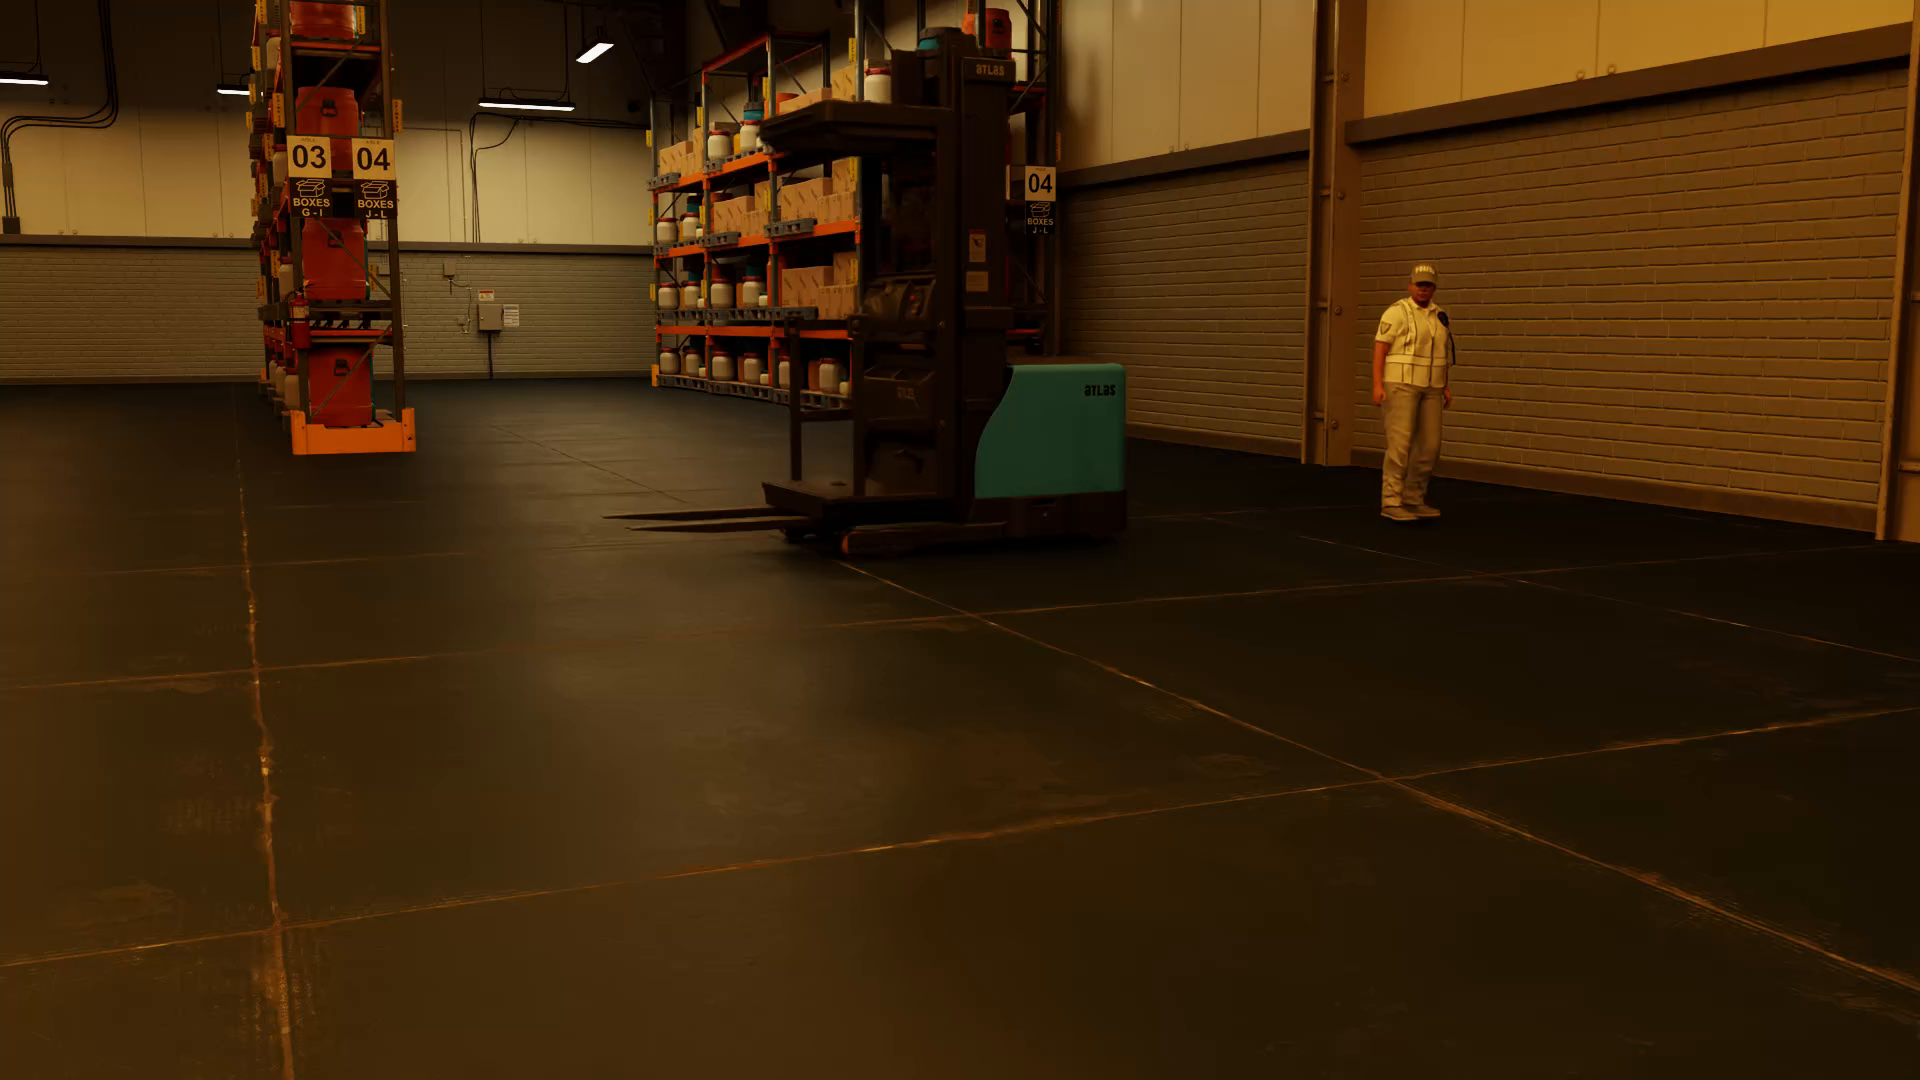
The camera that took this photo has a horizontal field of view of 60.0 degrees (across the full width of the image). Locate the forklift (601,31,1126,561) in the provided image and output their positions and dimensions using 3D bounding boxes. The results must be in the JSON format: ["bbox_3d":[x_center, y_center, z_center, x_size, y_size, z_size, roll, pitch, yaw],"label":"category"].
[{"bbox_3d":[-0.545,-1.417,9.686,3.031,2.935,1.130,-4,8,-26],"label":"forklift"}]

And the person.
[{"bbox_3d":[2.980,-0.973,10.891,0.611,1.663,0.437,-4,8,-26],"label":"person"}]
